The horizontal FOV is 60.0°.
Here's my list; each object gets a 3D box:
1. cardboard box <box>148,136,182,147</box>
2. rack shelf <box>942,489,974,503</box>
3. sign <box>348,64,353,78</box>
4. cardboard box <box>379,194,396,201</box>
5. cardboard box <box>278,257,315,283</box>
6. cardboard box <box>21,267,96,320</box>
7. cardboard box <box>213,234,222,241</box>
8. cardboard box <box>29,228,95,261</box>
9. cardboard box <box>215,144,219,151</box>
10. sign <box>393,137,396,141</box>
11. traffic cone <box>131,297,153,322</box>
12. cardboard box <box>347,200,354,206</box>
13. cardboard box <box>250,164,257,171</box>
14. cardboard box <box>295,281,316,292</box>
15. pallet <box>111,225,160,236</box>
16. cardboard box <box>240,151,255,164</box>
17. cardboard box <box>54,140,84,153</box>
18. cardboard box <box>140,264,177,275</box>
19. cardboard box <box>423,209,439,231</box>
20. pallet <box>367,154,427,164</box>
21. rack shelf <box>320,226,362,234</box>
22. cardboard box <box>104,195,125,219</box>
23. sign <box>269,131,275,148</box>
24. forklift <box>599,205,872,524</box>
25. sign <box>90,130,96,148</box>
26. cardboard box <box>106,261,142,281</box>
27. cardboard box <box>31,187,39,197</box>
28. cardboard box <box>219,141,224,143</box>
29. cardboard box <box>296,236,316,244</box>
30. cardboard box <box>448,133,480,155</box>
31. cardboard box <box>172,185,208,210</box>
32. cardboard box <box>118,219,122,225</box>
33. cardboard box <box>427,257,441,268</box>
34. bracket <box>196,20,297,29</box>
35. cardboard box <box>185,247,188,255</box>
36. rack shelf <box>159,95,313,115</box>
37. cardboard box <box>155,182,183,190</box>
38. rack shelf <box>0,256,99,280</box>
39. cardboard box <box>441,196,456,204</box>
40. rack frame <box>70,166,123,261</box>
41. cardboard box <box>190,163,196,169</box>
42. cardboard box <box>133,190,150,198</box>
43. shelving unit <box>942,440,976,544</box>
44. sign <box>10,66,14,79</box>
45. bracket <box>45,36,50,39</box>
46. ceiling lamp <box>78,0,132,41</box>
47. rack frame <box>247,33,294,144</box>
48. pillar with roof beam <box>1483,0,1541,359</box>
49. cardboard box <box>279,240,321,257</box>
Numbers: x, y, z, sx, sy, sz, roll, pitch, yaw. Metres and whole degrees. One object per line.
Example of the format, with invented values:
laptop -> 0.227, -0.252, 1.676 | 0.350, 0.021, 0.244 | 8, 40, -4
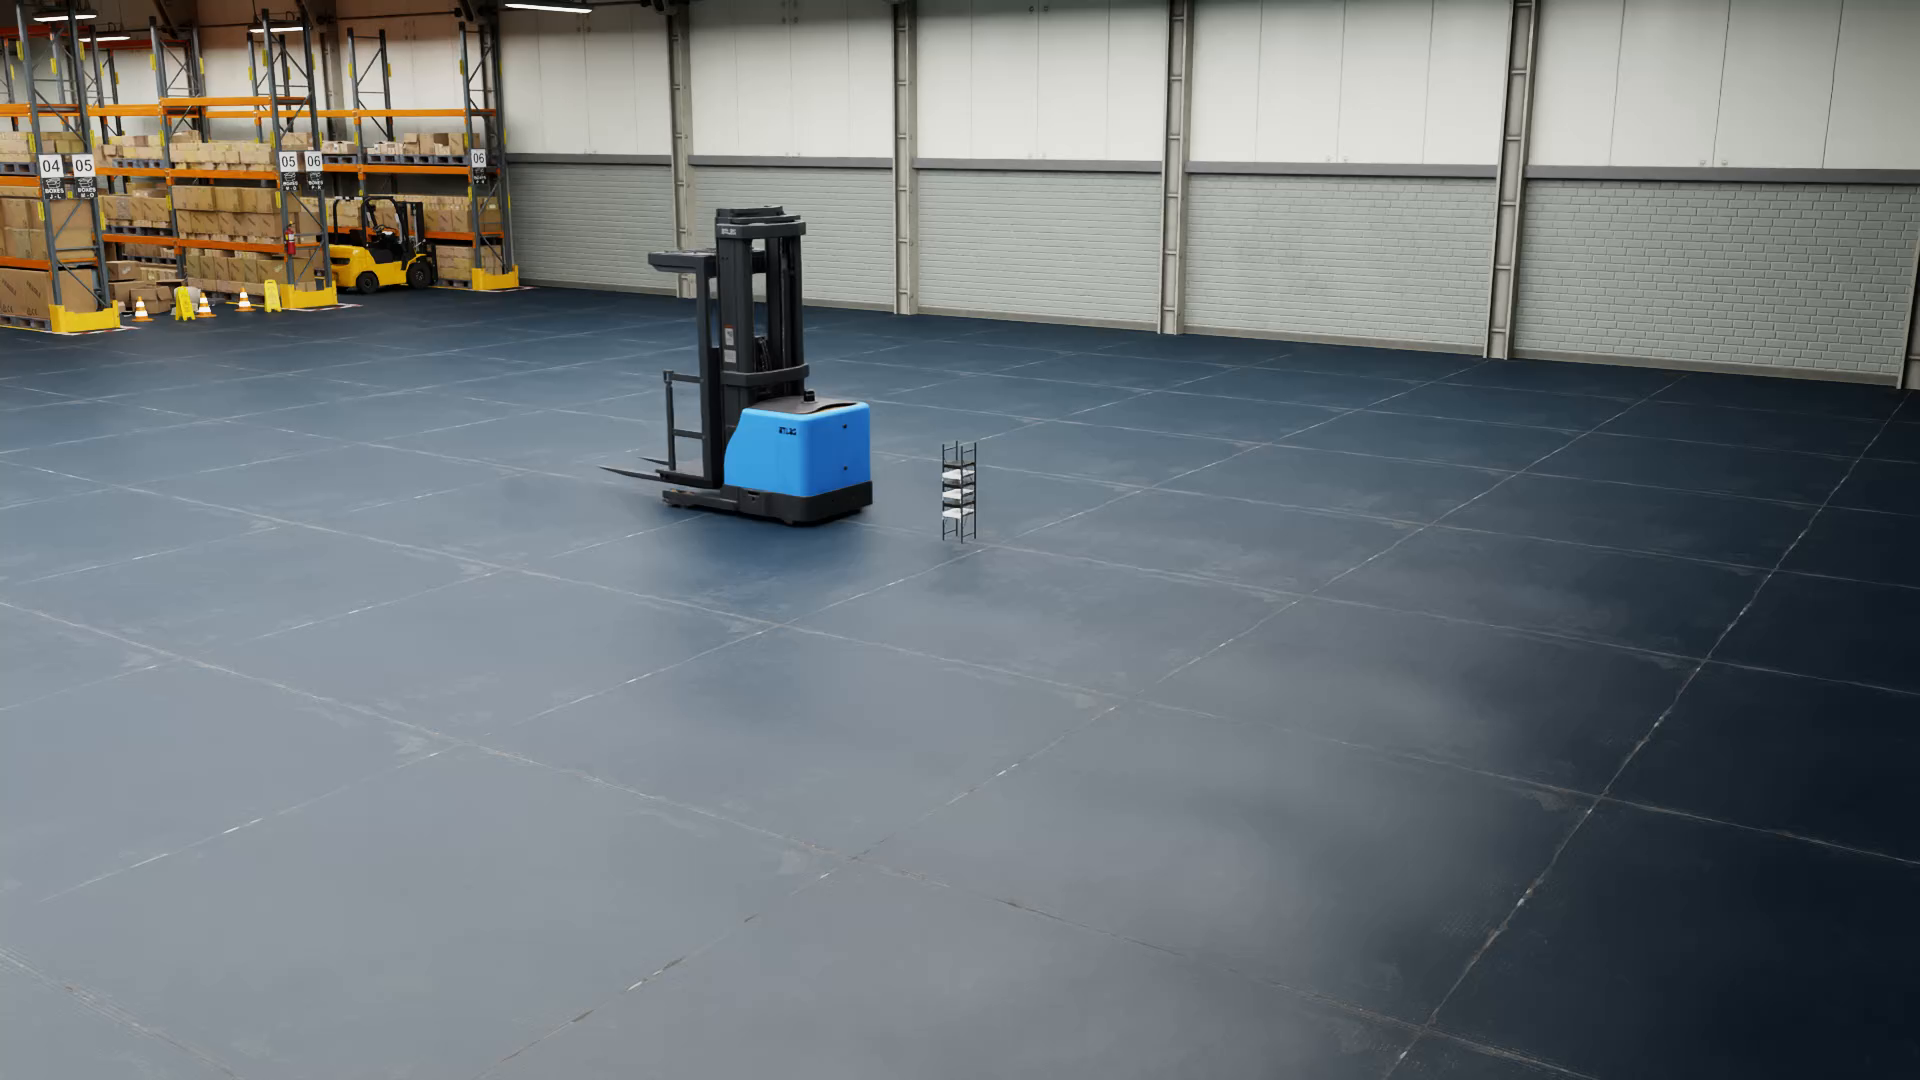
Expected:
cardboard box -> -17.617, -8.837, 36.860 | 0.500, 0.250, 0.500 | 10, 17, 34
rack shelf -> -0.007, -0.406, 15.154 | 0.200, 0.077, 0.258 | 9, 17, 33
sign -> -14.590, -11.239, 39.816 | 0.005, 0.325, 0.100 | 9, 17, 33
cardboard box -> -13.921, -8.337, 40.510 | 0.250, 0.149, 0.380 | 9, 17, 34
cardboard box -> -14.280, -5.818, 35.797 | 0.500, 0.500, 0.500 | 9, 16, 31
cardboard box -> -17.024, -4.668, 31.412 | 0.875, 0.875, 0.875 | 9, 17, 33
cardboard box -> -15.926, -6.553, 36.002 | 0.250, 0.149, 0.380 | 9, 17, 33
cardboard box -> -16.757, -5.531, 31.039 | 0.550, 0.550, 0.875 | 9, 17, 33
cardboard box -> -15.649, -8.376, 35.466 | 0.250, 0.149, 0.380 | 10, 17, 34
sign -> -13.989, -9.801, 41.118 | 0.005, 0.325, 0.100 | 9, 17, 33
traffic cone -> -16.072, -4.541, 32.629 | 0.334, 0.463, 0.336 | 9, 17, 33
cardboard box -> -14.929, -8.341, 41.143 | 0.250, 0.149, 0.380 | 9, 16, 32
cardboard box -> -14.624, -7.814, 34.852 | 0.250, 0.149, 0.380 | 10, 17, 34
cardboard box -> -14.260, -5.451, 35.874 | 0.500, 0.250, 0.500 | 9, 17, 32
pallet -> -18.718, -7.141, 38.252 | 1.213, 0.211, 1.003 | 9, 17, 33
cardboard box -> -14.730, -8.031, 34.901 | 0.500, 0.250, 0.500 | 9, 16, 32
cardboard box -> -16.681, -7.314, 30.920 | 0.500, 0.250, 0.500 | 9, 17, 33
cardboard box -> -18.677, -6.141, 38.411 | 0.625, 0.372, 0.950 | 10, 17, 35
cardboard box -> -12.384, -7.611, 39.544 | 0.500, 0.500, 0.500 | 9, 16, 32
pallet -> -13.575, -9.249, 40.311 | 1.213, 0.211, 1.003 | 9, 17, 33
rack shelf -> -15.957, -7.864, 42.272 | 4.000, 0.370, 1.077 | 9, 17, 33
cardboard box -> -19.259, -7.643, 38.181 | 0.500, 0.500, 0.500 | 10, 17, 34
sign -> -14.072, -8.196, 34.032 | 0.005, 0.325, 0.100 | 9, 17, 33
forklift -> -2.359, -1.827, 16.530 | 3.031, 2.935, 1.130 | 10, 17, 34
sign -> -16.109, -7.446, 30.862 | 0.005, 0.325, 0.100 | 9, 17, 33
cardboard box -> -18.033, -5.750, 35.861 | 0.500, 0.500, 0.500 | 9, 17, 33
cardboard box -> -21.797, -8.177, 39.752 | 0.500, 0.500, 0.500 | 9, 17, 33
cardboard box -> -19.143, -10.363, 43.493 | 0.250, 0.149, 0.380 | 9, 17, 33
cardboard box -> -13.912, -6.383, 35.316 | 0.250, 0.149, 0.380 | 9, 17, 33
cardboard box -> -11.482, -9.176, 38.543 | 0.500, 0.500, 0.500 | 10, 17, 35
cardboard box -> -16.820, -7.531, 36.521 | 0.500, 0.500, 0.700 | 9, 17, 32
cardboard box -> -19.084, -7.314, 38.202 | 0.250, 0.149, 0.380 | 10, 17, 35
cardboard box -> -12.407, -6.658, 39.710 | 0.500, 0.250, 0.500 | 9, 16, 32
bracket -> -18.712, -13.476, 43.470 | 4.783, 0.066, 0.076 | 9, 17, 33
cardboard box -> -21.352, -8.052, 46.257 | 0.500, 0.311, 0.500 | 10, 17, 35
rack shelf -> -15.405, -9.248, 35.384 | 4.000, 0.370, 1.077 | 9, 17, 33
cardboard box -> -22.023, -9.706, 46.349 | 0.500, 0.500, 0.500 | 9, 16, 31
rack shelf -> -18.084, -5.337, 32.063 | 4.000, 0.370, 1.077 | 9, 17, 33
cardboard box -> -12.012, -8.027, 39.257 | 0.250, 0.149, 0.380 | 9, 17, 33
rack frame -> -20.384, -7.491, 39.269 | 0.127, 3.000, 1.000 | 9, 17, 33
cardboard box -> -16.489, -8.140, 36.173 | 0.250, 0.149, 0.380 | 9, 17, 33
cardboard box -> -18.393, -7.805, 37.486 | 0.250, 0.149, 0.380 | 8, 16, 30
shelving unit -> -0.007, -0.438, 15.146 | 0.210, 0.900, 0.258 | 9, 17, 33
sign -> -23.410, -11.541, 41.037 | 0.005, 0.325, 0.100 | 9, 17, 33
bracket -> -26.531, -14.740, 48.575 | 0.430, 0.232, 0.235 | 9, 17, 33
ceiling lamp -> -21.467, -14.213, 41.789 | 2.000, 3.185, 0.800 | 9, 17, 33
rack frame -> -17.616, -11.393, 42.548 | 0.127, 3.000, 1.000 | 9, 17, 33
pillar with roof beam -> 6.459, -6.517, 22.847 | 0.400, 9.000, 9.100 | 9, 17, 33
cardboard box -> -17.106, -7.446, 43.155 | 0.625, 0.625, 0.875 | 10, 17, 35
